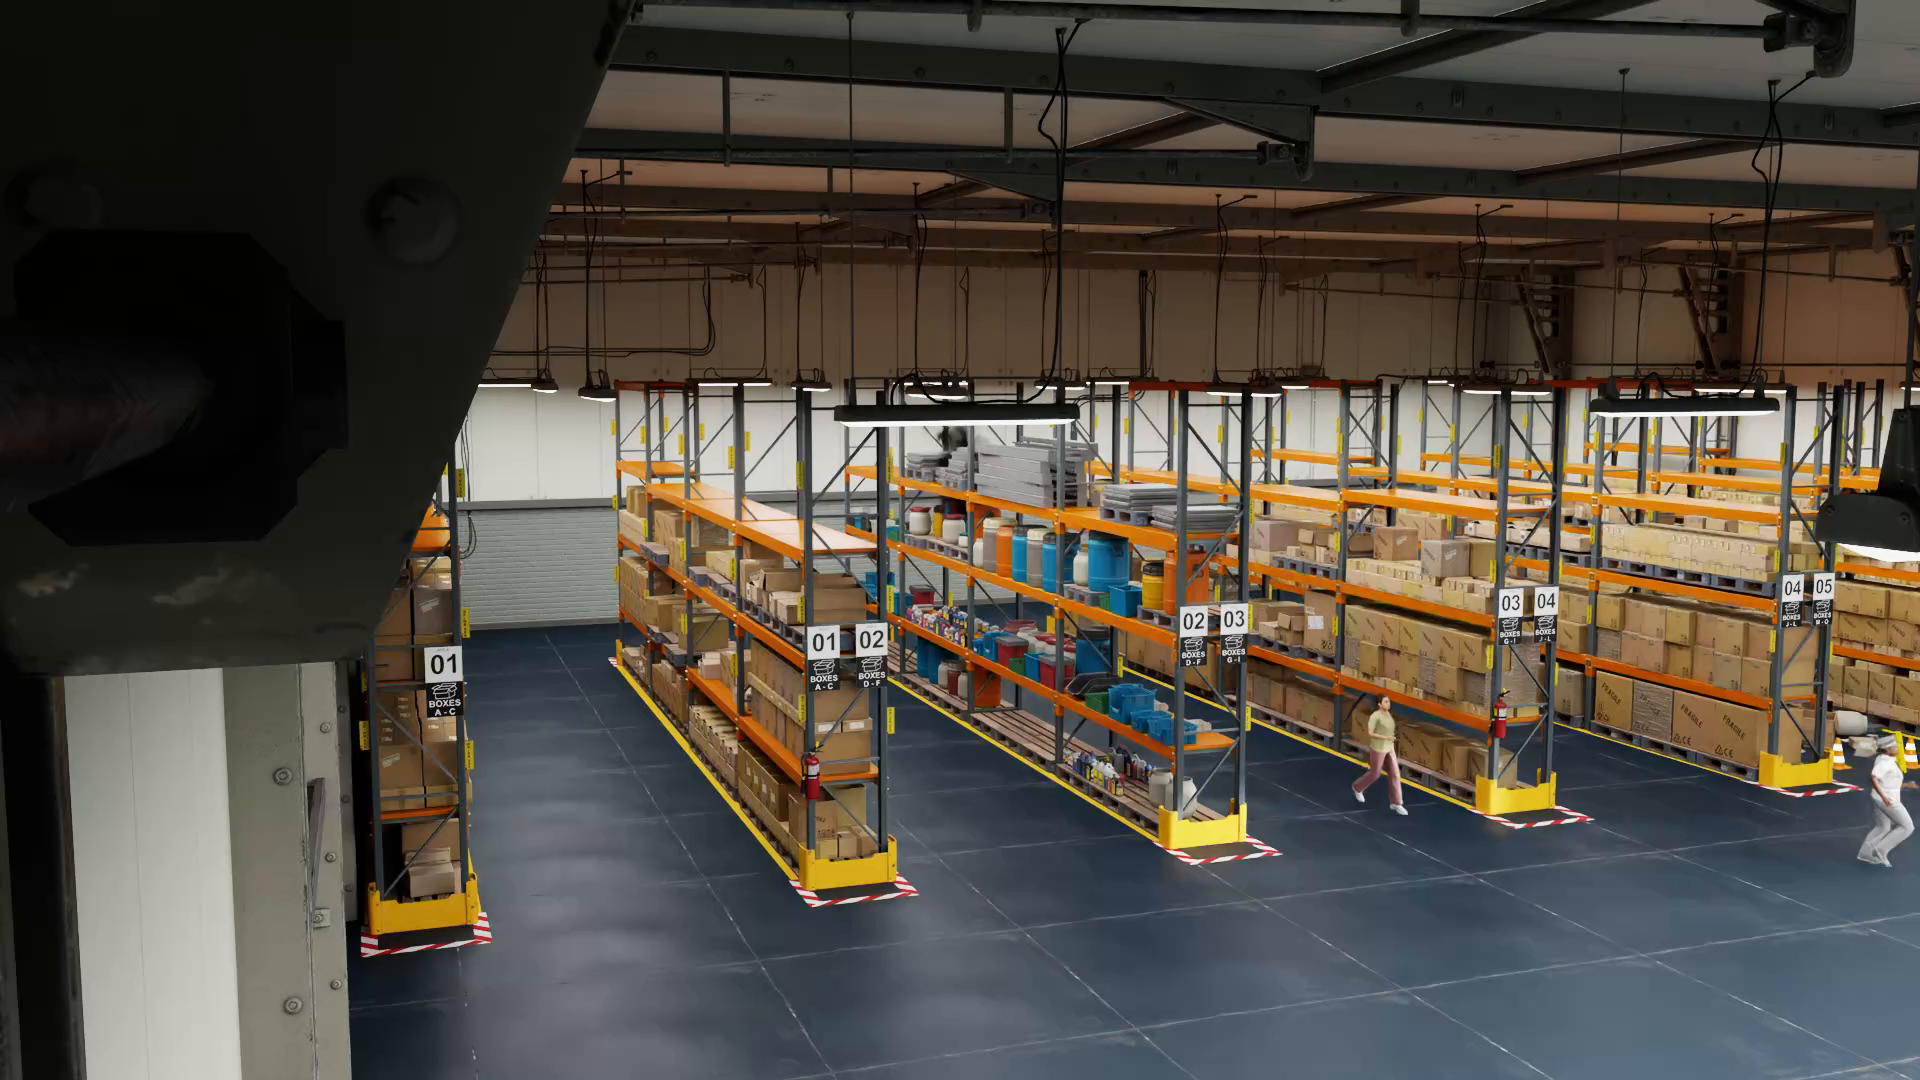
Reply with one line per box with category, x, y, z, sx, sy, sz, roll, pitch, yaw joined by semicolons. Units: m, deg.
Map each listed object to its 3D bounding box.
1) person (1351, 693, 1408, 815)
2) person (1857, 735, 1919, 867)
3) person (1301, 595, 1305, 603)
person;5.956;2.993;23.581;0.591;1.677;0.940;-5;8;-38
person;11.710;3.278;20.933;0.636;1.666;0.553;2;6;16
person;8.566;1.157;40.868;0.637;1.753;0.711;5;8;39
